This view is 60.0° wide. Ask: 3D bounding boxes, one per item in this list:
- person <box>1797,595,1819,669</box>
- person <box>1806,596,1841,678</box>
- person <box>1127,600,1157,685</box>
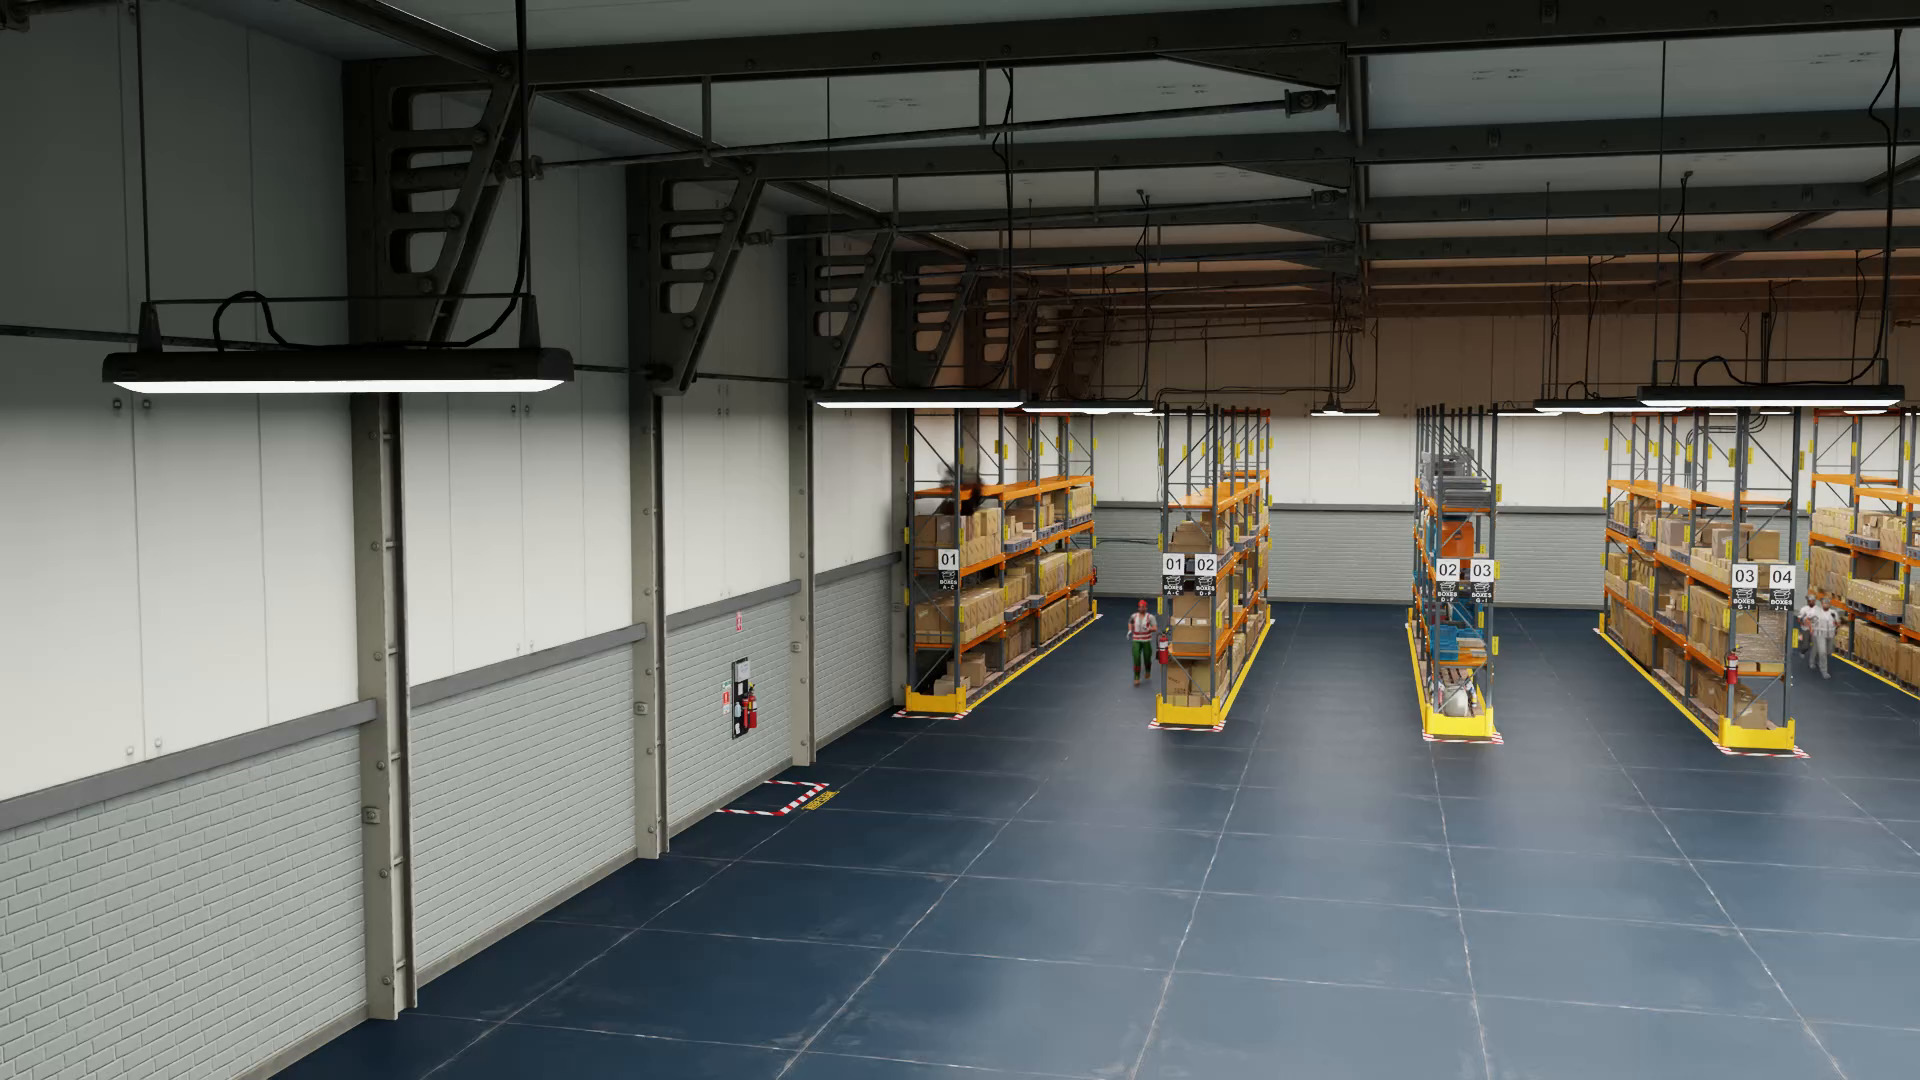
[{"bbox_3d":[19.702,2.097,38.520,0.588,1.696,0.827,1,4,12],"label":"person"},{"bbox_3d":[19.195,2.129,36.912,0.662,1.763,0.989,0,4,6],"label":"person"},{"bbox_3d":[3.929,2.186,35.874,0.659,1.774,1.002,1,4,14],"label":"person"}]
